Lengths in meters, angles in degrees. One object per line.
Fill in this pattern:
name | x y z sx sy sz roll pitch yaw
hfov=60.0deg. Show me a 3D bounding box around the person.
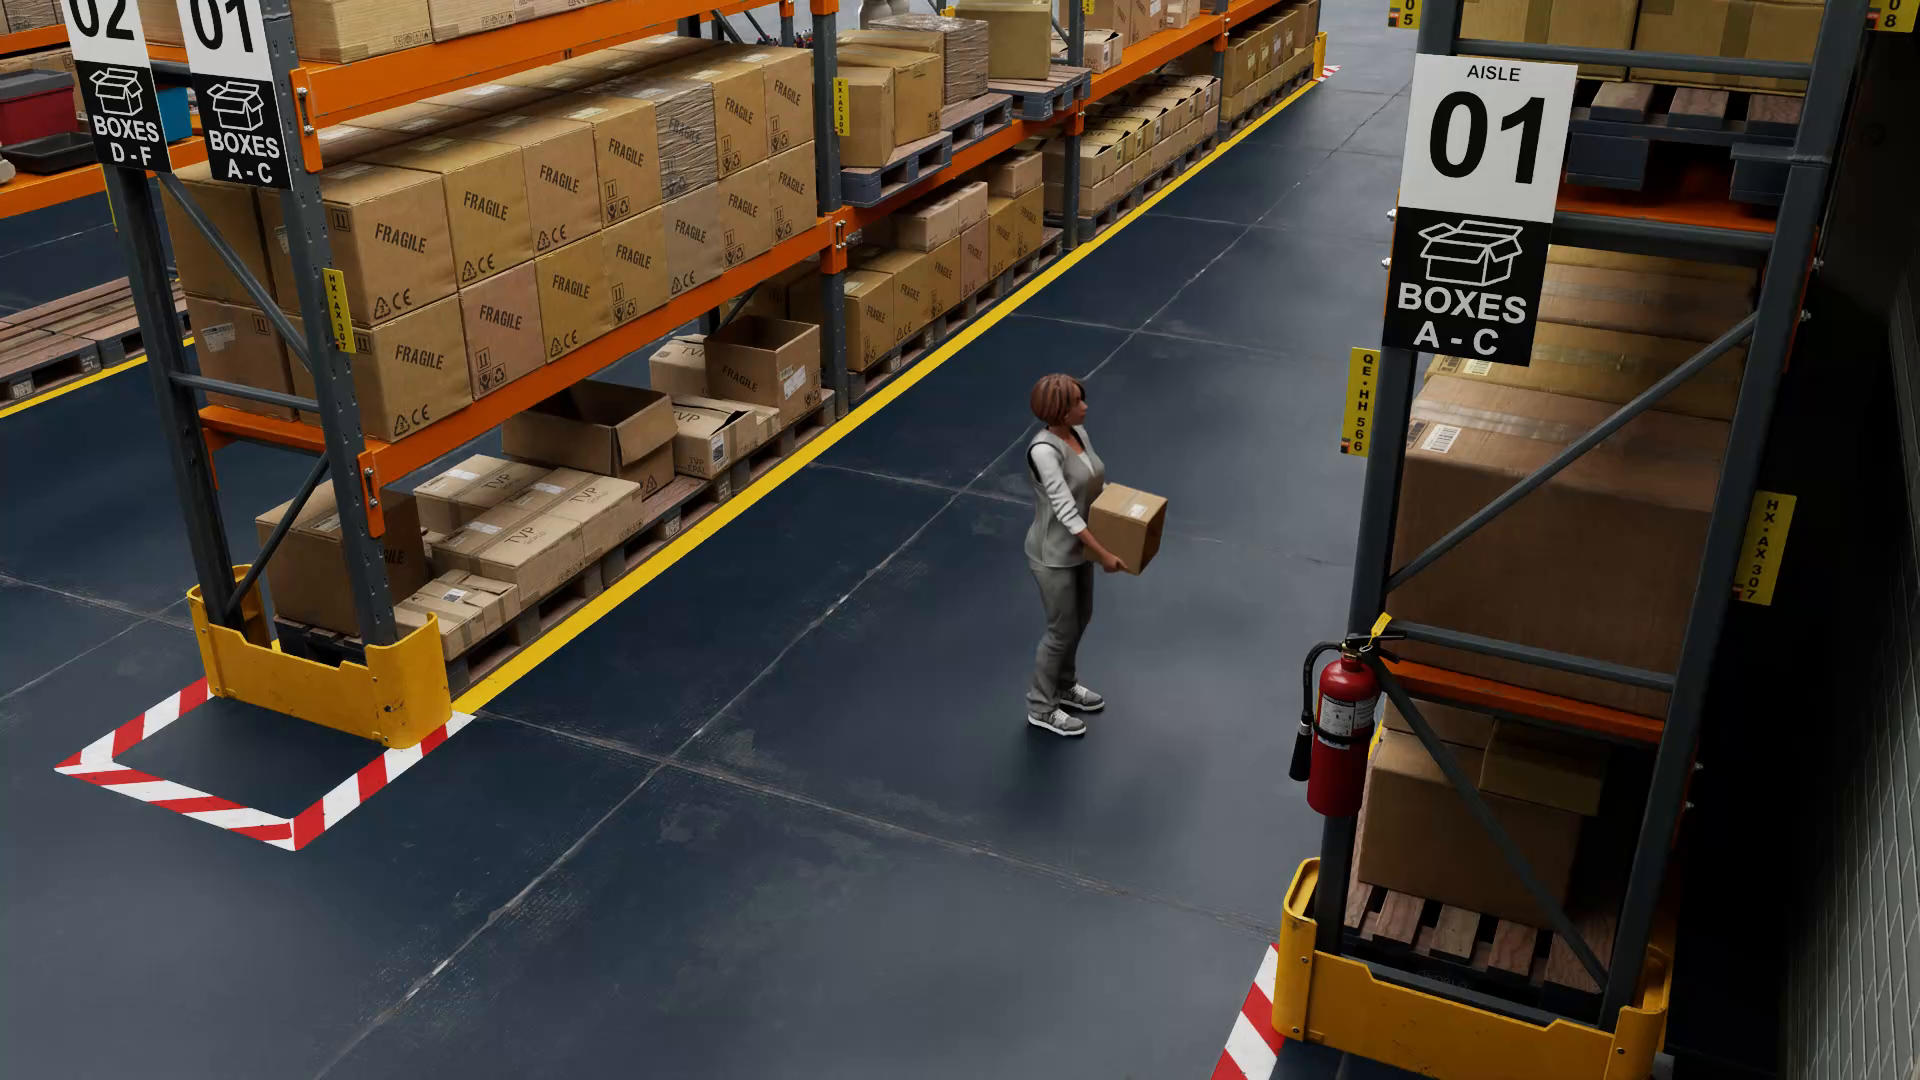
person | 0.515 0.073 6.985 0.495 1.588 0.406 12 29 22
